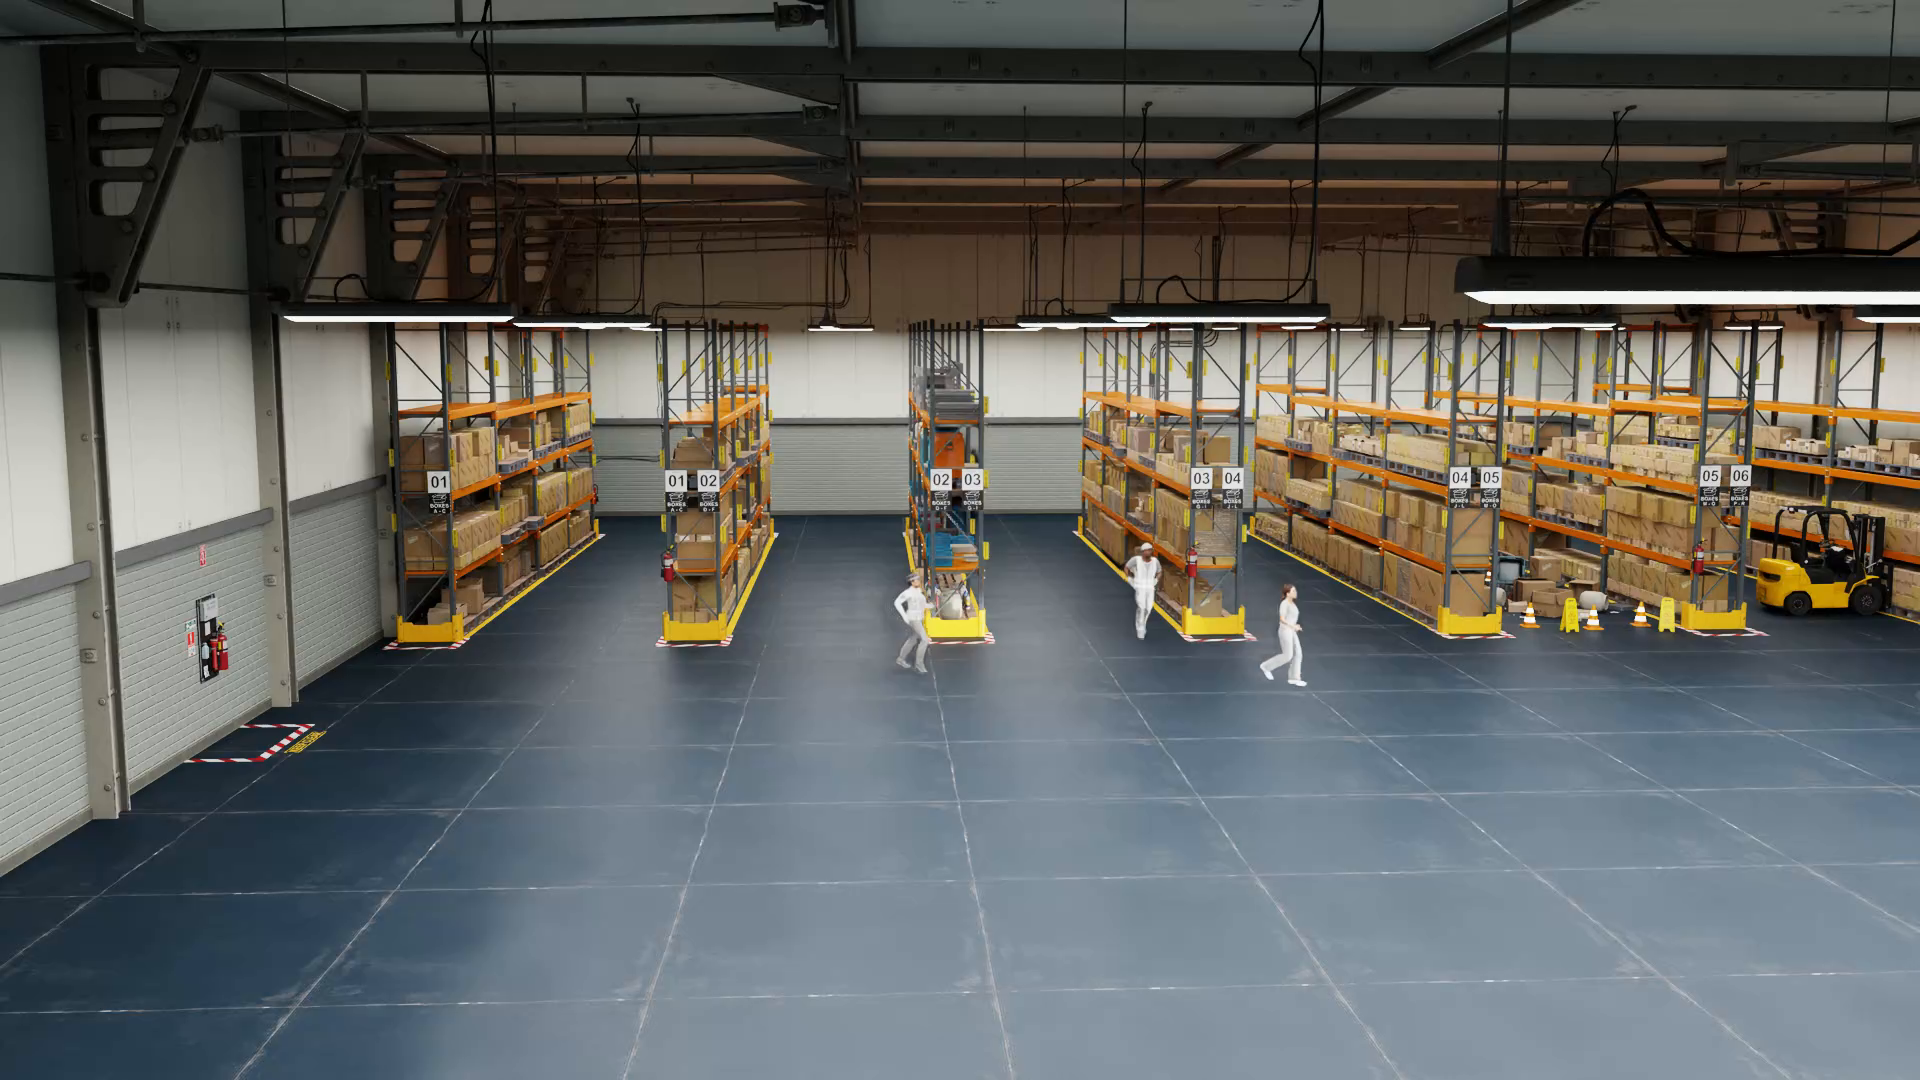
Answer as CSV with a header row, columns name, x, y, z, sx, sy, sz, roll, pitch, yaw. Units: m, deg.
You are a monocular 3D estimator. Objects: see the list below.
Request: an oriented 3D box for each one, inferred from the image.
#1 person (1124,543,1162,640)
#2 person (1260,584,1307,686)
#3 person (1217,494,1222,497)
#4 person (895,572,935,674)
name,x,y,z,sx,sy,sz,roll,pitch,yaw
person,3.511,0.953,31.615,0.691,1.816,0.725,-2,7,-14
person,5.336,1.546,27.285,0.771,1.668,0.590,3,8,26
person,7.265,-1.010,48.016,0.613,1.626,0.606,4,8,28
person,-0.770,1.404,28.254,0.740,1.749,0.578,3,7,19
